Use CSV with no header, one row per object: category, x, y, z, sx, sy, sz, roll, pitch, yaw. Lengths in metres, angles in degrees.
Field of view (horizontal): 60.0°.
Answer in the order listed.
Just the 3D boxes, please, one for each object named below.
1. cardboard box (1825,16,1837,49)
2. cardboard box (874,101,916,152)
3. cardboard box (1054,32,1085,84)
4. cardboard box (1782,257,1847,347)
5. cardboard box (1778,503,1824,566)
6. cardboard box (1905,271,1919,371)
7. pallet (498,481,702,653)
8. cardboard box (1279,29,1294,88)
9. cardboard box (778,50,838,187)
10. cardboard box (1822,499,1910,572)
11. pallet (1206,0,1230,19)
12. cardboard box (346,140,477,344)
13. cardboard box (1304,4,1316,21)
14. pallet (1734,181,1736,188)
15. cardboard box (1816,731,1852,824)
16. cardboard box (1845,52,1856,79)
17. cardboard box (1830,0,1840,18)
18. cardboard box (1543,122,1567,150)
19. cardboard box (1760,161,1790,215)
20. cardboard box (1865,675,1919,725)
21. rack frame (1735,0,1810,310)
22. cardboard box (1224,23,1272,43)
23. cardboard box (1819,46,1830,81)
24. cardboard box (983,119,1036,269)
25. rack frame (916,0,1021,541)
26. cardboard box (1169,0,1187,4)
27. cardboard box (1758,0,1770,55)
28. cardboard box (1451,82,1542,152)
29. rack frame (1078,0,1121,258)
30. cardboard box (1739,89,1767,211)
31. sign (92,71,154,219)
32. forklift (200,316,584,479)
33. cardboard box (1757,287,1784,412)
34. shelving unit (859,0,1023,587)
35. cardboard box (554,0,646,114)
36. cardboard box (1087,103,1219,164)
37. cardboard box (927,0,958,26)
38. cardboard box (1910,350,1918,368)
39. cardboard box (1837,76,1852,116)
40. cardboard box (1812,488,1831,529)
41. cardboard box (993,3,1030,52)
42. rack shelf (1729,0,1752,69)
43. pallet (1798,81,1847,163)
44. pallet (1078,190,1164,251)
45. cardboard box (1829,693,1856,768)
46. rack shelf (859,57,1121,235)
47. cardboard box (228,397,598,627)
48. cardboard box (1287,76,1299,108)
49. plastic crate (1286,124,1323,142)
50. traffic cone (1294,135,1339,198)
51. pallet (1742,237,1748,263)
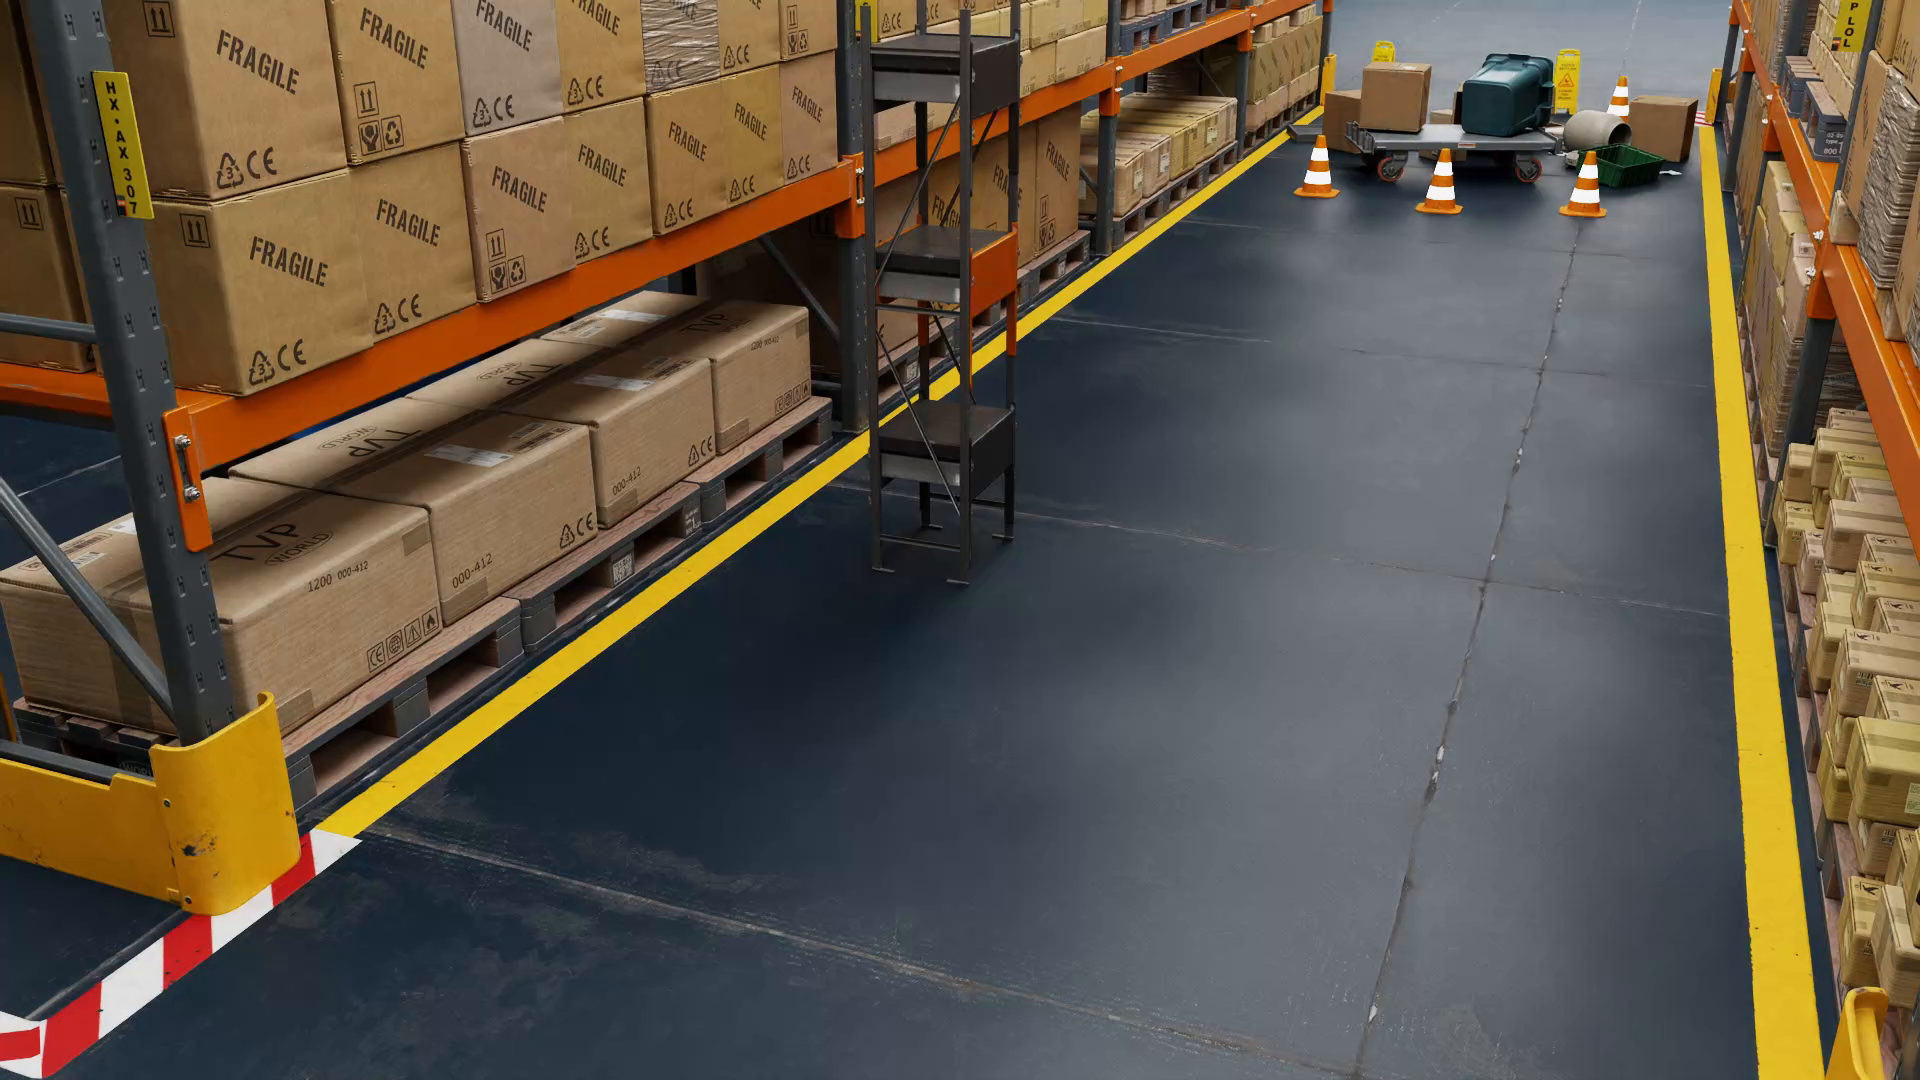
cardboard box,4.541,-2.517,8.278,0.380,0.149,0.250,9,24,20
cardboard box,-0.516,-2.021,7.891,0.500,0.250,0.500,8,24,19
cardboard box,0.440,-2.929,10.066,0.500,0.250,0.500,9,24,21
cardboard box,3.751,-0.987,6.947,0.500,0.250,0.500,8,24,19
cardboard box,3.177,0.003,6.004,0.380,0.149,0.250,10,24,22
cardboard box,2.527,-0.614,3.812,0.500,0.500,0.500,9,24,20
pallet,-1.731,0.015,6.440,1.003,0.211,1.213,9,24,20
cardboard box,2.899,-4.655,16.053,0.500,0.500,0.500,10,25,23
cardboard box,-0.859,-1.814,7.071,0.500,0.500,0.500,9,24,21
cardboard box,2.937,0.007,5.225,0.380,0.149,0.250,9,24,21
pallet,1.628,-4.492,13.861,1.003,0.211,1.213,9,24,20
cardboard box,-1.803,-0.901,4.885,0.500,0.500,0.500,8,24,19
cardboard box,3.404,-5.370,16.922,0.380,0.149,0.250,10,24,22
pallet,7.036,-3.135,13.981,1.003,0.211,1.213,9,24,20
cardboard box,2.521,0.658,4.437,0.380,0.149,0.250,8,24,18
cardboard box,4.061,-2.058,7.180,0.380,0.149,0.250,7,24,17
cardboard box,4.552,-2.666,8.249,0.380,0.149,0.250,8,24,18
cardboard box,5.609,-3.778,15.450,0.396,0.266,0.258,13,26,29
cardboard box,4.714,-1.904,9.141,0.500,0.250,0.500,8,24,18
cardboard box,2.465,0.479,4.094,0.380,0.149,0.250,8,24,18
rack frame,5.195,-2.729,9.392,1.000,3.000,0.127,9,24,20
cardboard box,2.619,-4.612,15.108,0.380,0.149,0.250,9,24,21
cardboard box,4.543,-2.387,8.353,0.380,0.149,0.250,10,25,22
cardboard box,-0.107,-2.061,10.005,0.875,0.875,0.875,9,24,21
rack frame,0.029,-0.997,6.413,0.400,2.100,0.015,9,24,20
cardboard box,1.500,-4.141,12.553,0.380,0.149,0.250,10,25,22
cardboard box,5.672,-3.516,11.147,0.500,0.500,0.500,9,24,21
cardboard box,4.892,-3.849,15.135,0.797,0.637,0.503,9,24,20
rack frame,0.562,-3.402,11.002,1.000,3.000,0.127,9,24,20
cardboard box,6.172,-2.737,11.784,1.050,0.750,0.750,9,24,20
sign,-1.897,-0.893,3.771,0.100,0.325,0.005,9,24,20
forklift,-2.533,-2.067,7.895,1.130,2.935,3.031,9,24,21
cardboard box,3.941,-0.823,7.526,0.500,0.500,0.500,8,24,19
shelving unit,-0.061,-0.910,6.203,0.431,2.100,0.503,9,24,20
cardboard box,-1.413,-1.727,5.567,0.500,0.500,0.500,9,24,20
cardboard box,1.591,-3.369,13.788,0.950,0.372,0.625,10,25,23
cardboard box,-0.331,-2.780,8.087,0.500,0.500,0.500,9,24,20
cardboard box,2.800,-0.547,4.493,0.380,0.149,0.250,10,25,22
cardboard box,4.055,-1.918,7.232,0.380,0.149,0.250,8,24,18
cardboard box,3.267,-0.126,5.928,0.380,0.149,0.250,9,24,20
cardboard box,0.067,-2.798,9.102,0.500,0.250,0.500,8,24,18
rack shelf,7.424,-4.545,14.671,1.077,0.370,4.000,9,24,20
pallet,4.498,-1.927,7.719,1.003,0.211,1.213,9,24,20
pallet,0.853,-2.395,12.209,1.003,0.211,1.213,9,24,20
cardboard box,2.526,0.515,4.394,0.380,0.149,0.250,9,24,21
rack shelf,-0.181,-2.354,9.428,1.077,0.370,4.000,9,24,20
cardboard box,-1.926,-0.130,5.948,0.875,0.438,0.875,9,24,21
cardboard box,3.094,-4.490,16.629,0.500,0.250,0.500,8,24,18
plastic crate,3.392,-3.931,16.056,0.402,0.080,0.583,1,23,2
traffic cone,2.887,-3.019,13.376,0.336,0.463,0.334,9,24,20
pallet,5.558,-1.714,10.579,1.003,0.211,1.213,9,24,20
